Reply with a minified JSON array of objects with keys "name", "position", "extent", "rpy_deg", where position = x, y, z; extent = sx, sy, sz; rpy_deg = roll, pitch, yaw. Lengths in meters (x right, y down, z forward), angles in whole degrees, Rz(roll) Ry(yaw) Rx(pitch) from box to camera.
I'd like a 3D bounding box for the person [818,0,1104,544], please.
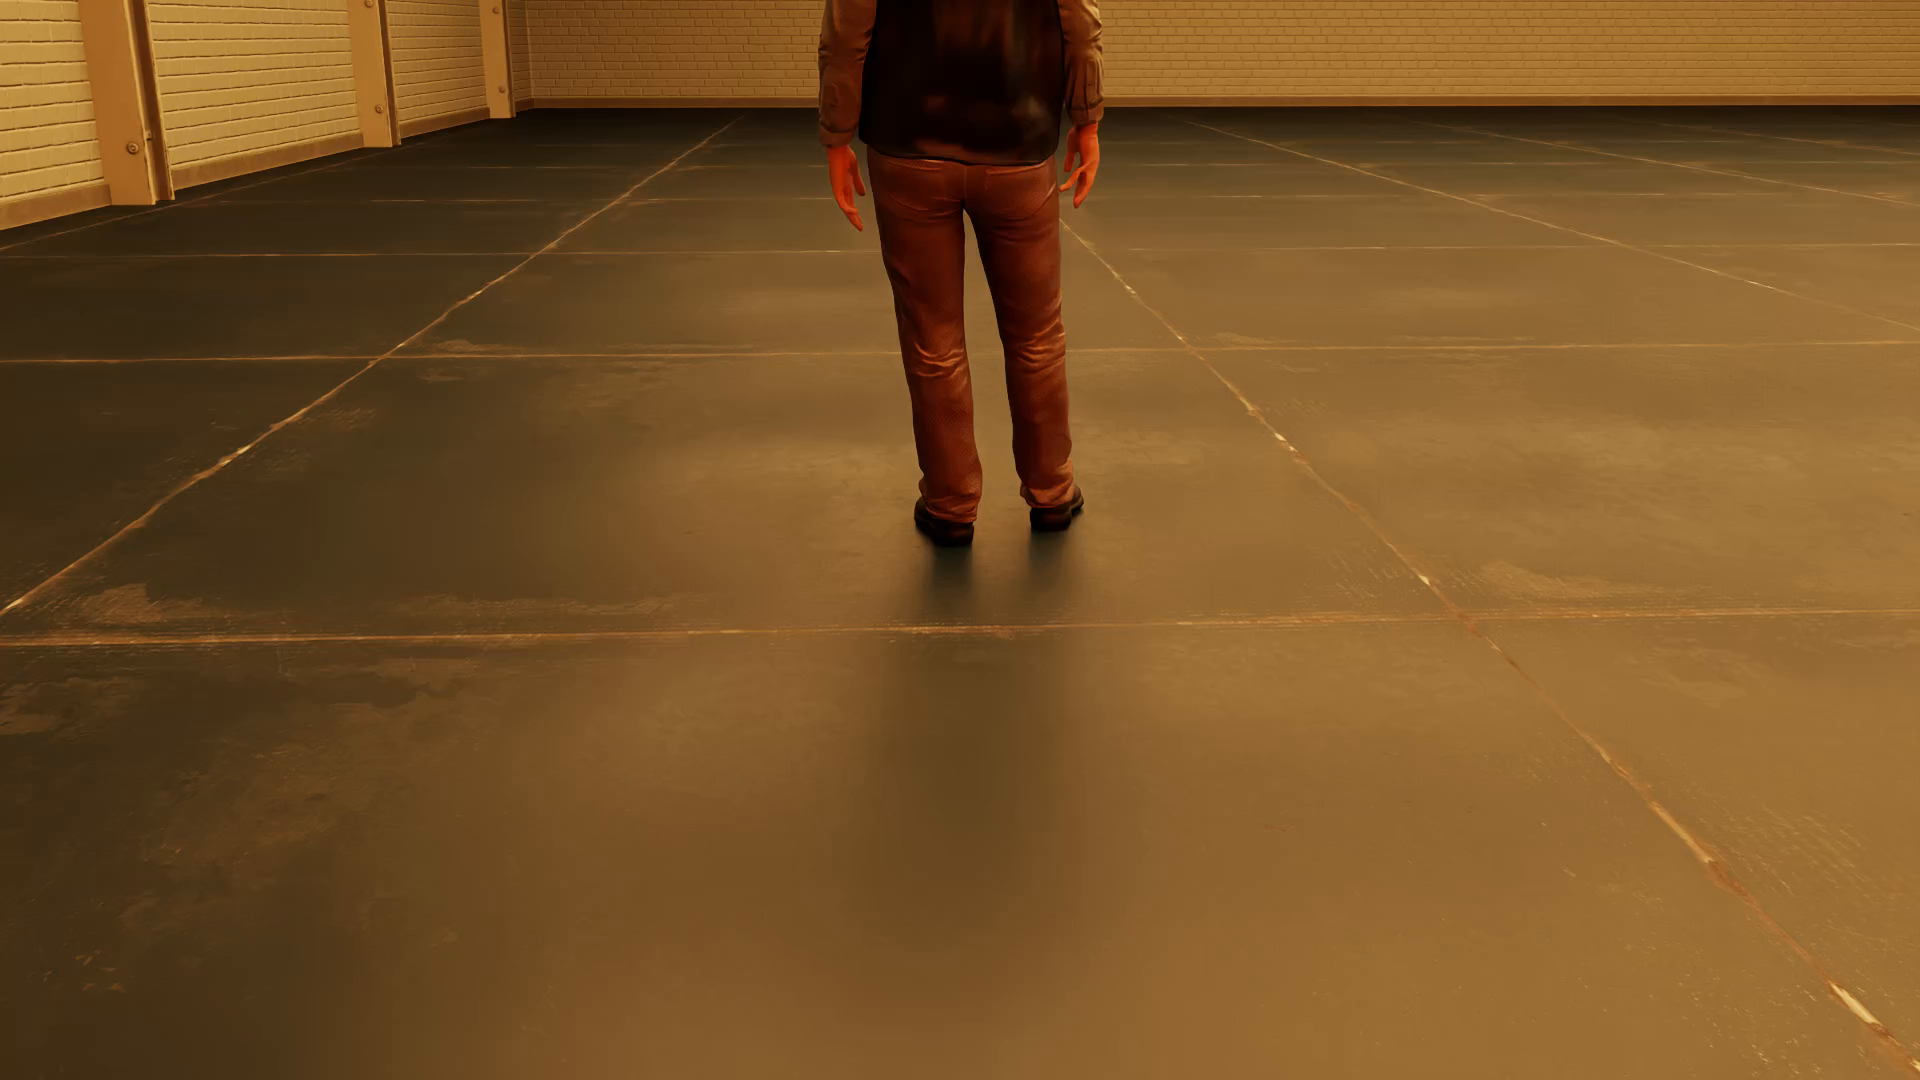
[{"name":"person","position":[0.005,-0.848,3.724],"extent":[0.632,1.720,0.568],"rpy_deg":[-1,17,-3]}]
